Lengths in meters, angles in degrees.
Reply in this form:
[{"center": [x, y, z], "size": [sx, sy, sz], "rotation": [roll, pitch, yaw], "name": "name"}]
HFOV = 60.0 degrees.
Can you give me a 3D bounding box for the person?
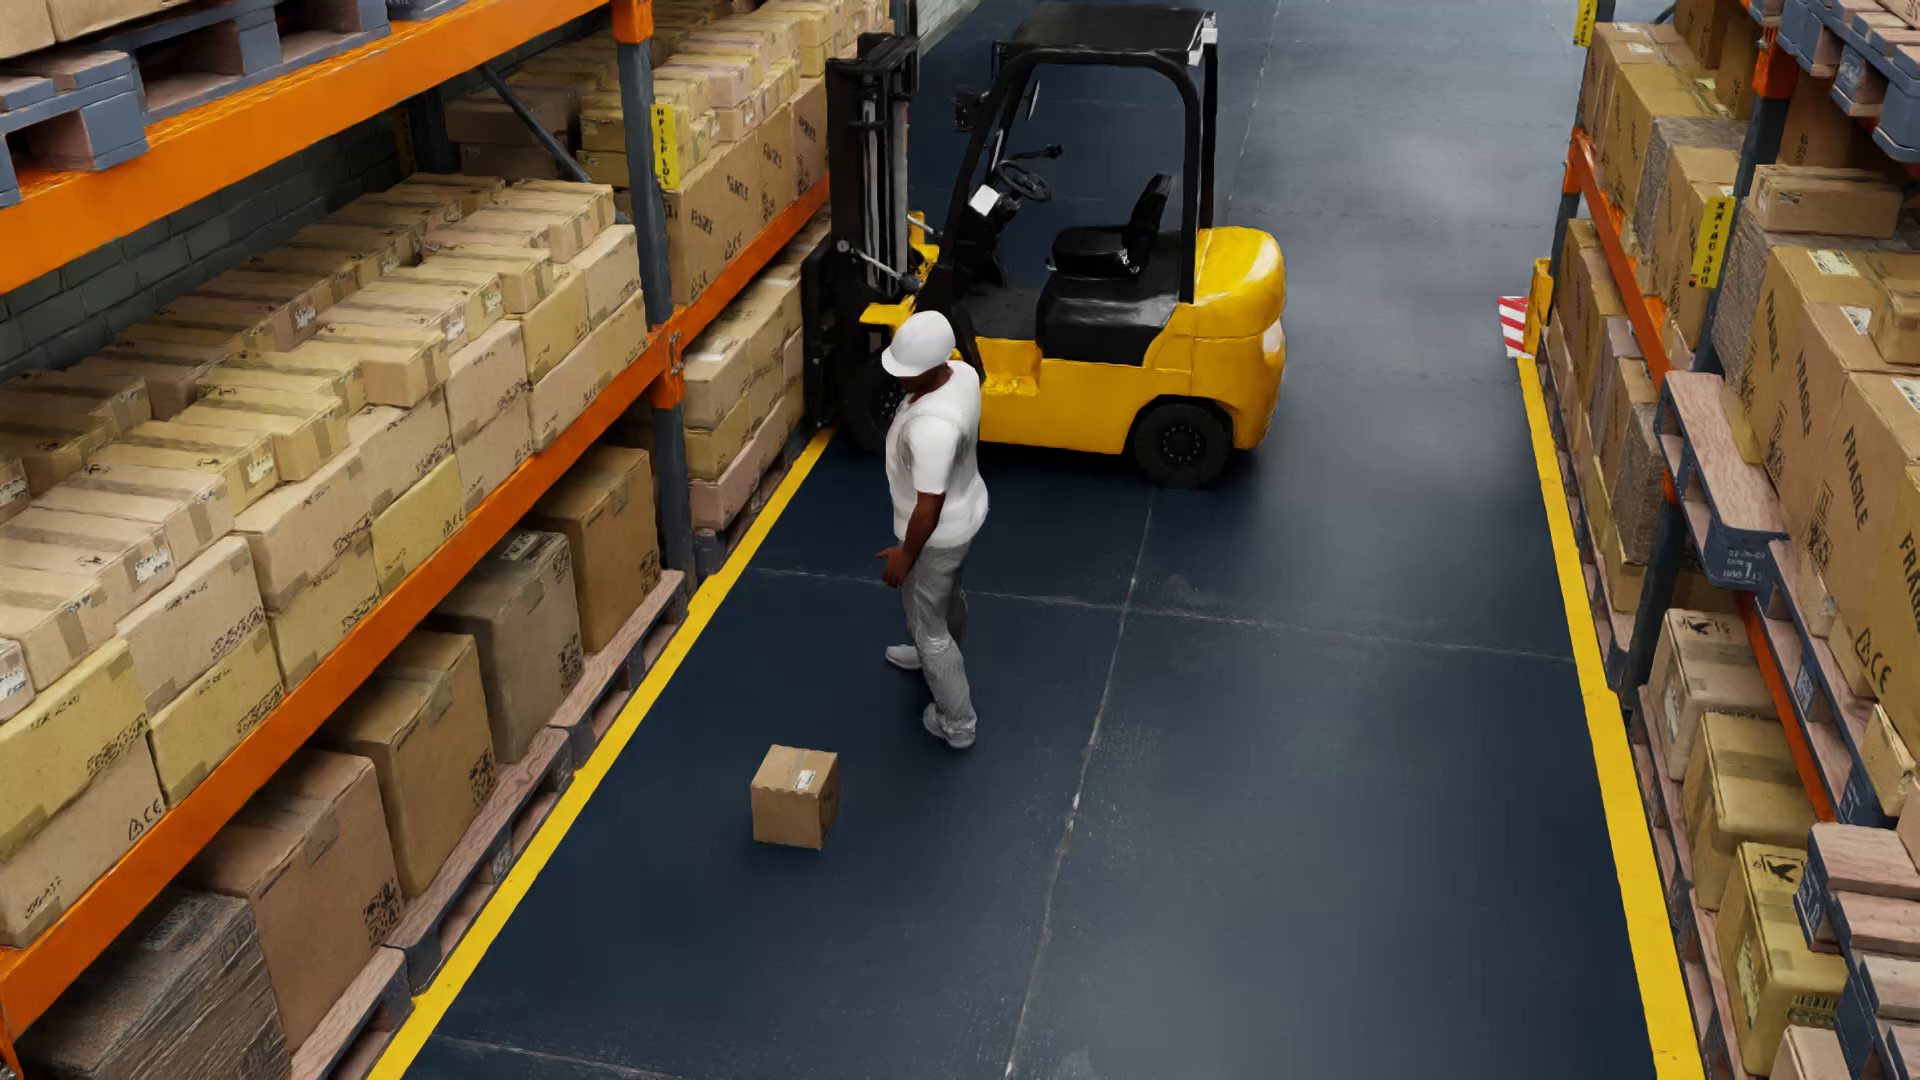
[{"center": [-0.139, -0.081, 6.285], "size": [0.563, 1.751, 0.678], "rotation": [10, 30, 17], "name": "person"}]
